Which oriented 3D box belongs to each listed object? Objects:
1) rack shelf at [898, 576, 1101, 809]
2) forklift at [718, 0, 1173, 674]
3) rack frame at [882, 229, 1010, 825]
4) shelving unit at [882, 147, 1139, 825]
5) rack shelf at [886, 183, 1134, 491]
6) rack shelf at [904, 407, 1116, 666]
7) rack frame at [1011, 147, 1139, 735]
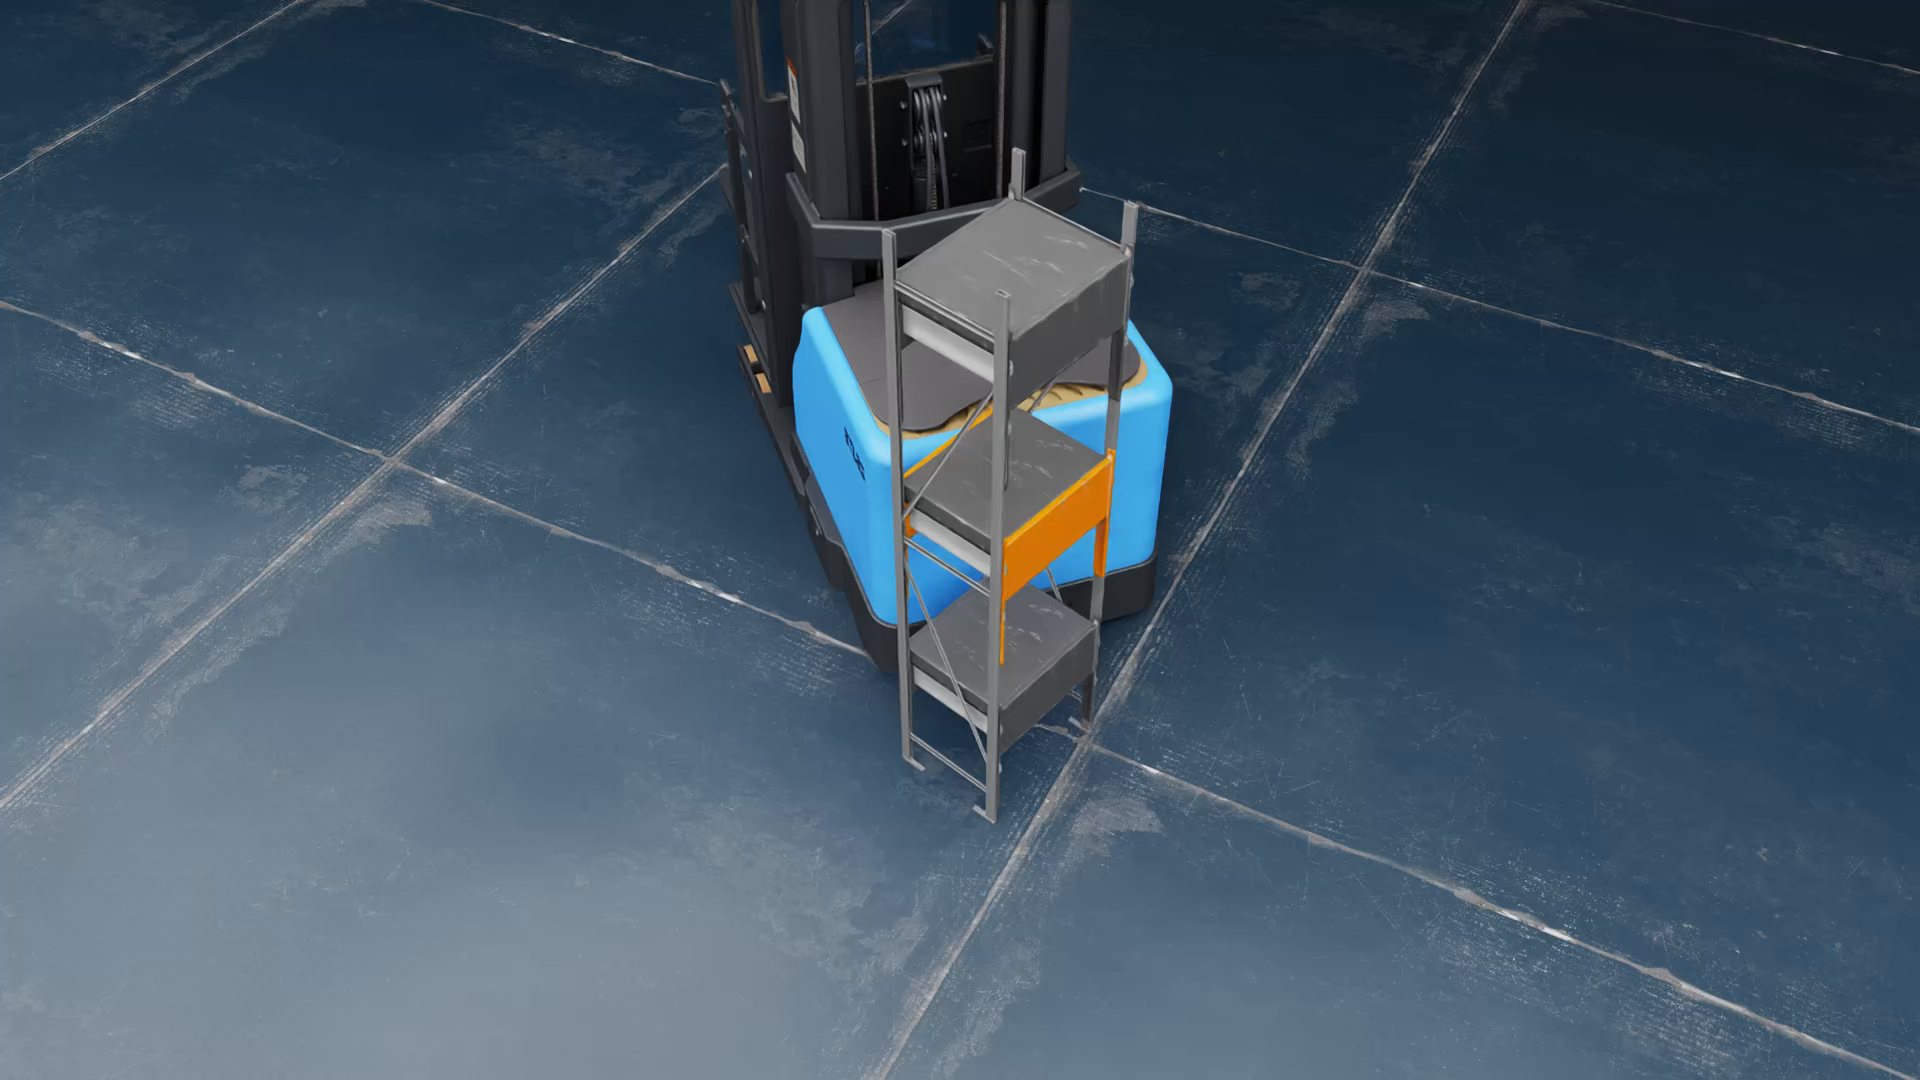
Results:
[{"bbox_3d":[0.126,0.451,5.332,0.431,0.518,0.480,32,54,28],"label":"rack shelf"},{"bbox_3d":[-0.279,-1.637,5.807,1.130,2.935,3.031,-14,47,-14],"label":"forklift"},{"bbox_3d":[-0.037,0.078,4.696,0.400,2.100,0.015,32,54,28],"label":"rack frame"},{"bbox_3d":[0.126,-0.051,4.824,0.431,2.100,0.503,32,54,28],"label":"shelving unit"},{"bbox_3d":[0.126,-0.533,4.336,0.431,0.518,0.480,32,54,28],"label":"rack shelf"},{"bbox_3d":[0.126,-0.041,4.834,0.431,0.518,0.480,32,54,28],"label":"rack shelf"},{"bbox_3d":[0.288,-0.180,4.952,0.400,2.100,0.015,32,54,28],"label":"rack frame"}]
